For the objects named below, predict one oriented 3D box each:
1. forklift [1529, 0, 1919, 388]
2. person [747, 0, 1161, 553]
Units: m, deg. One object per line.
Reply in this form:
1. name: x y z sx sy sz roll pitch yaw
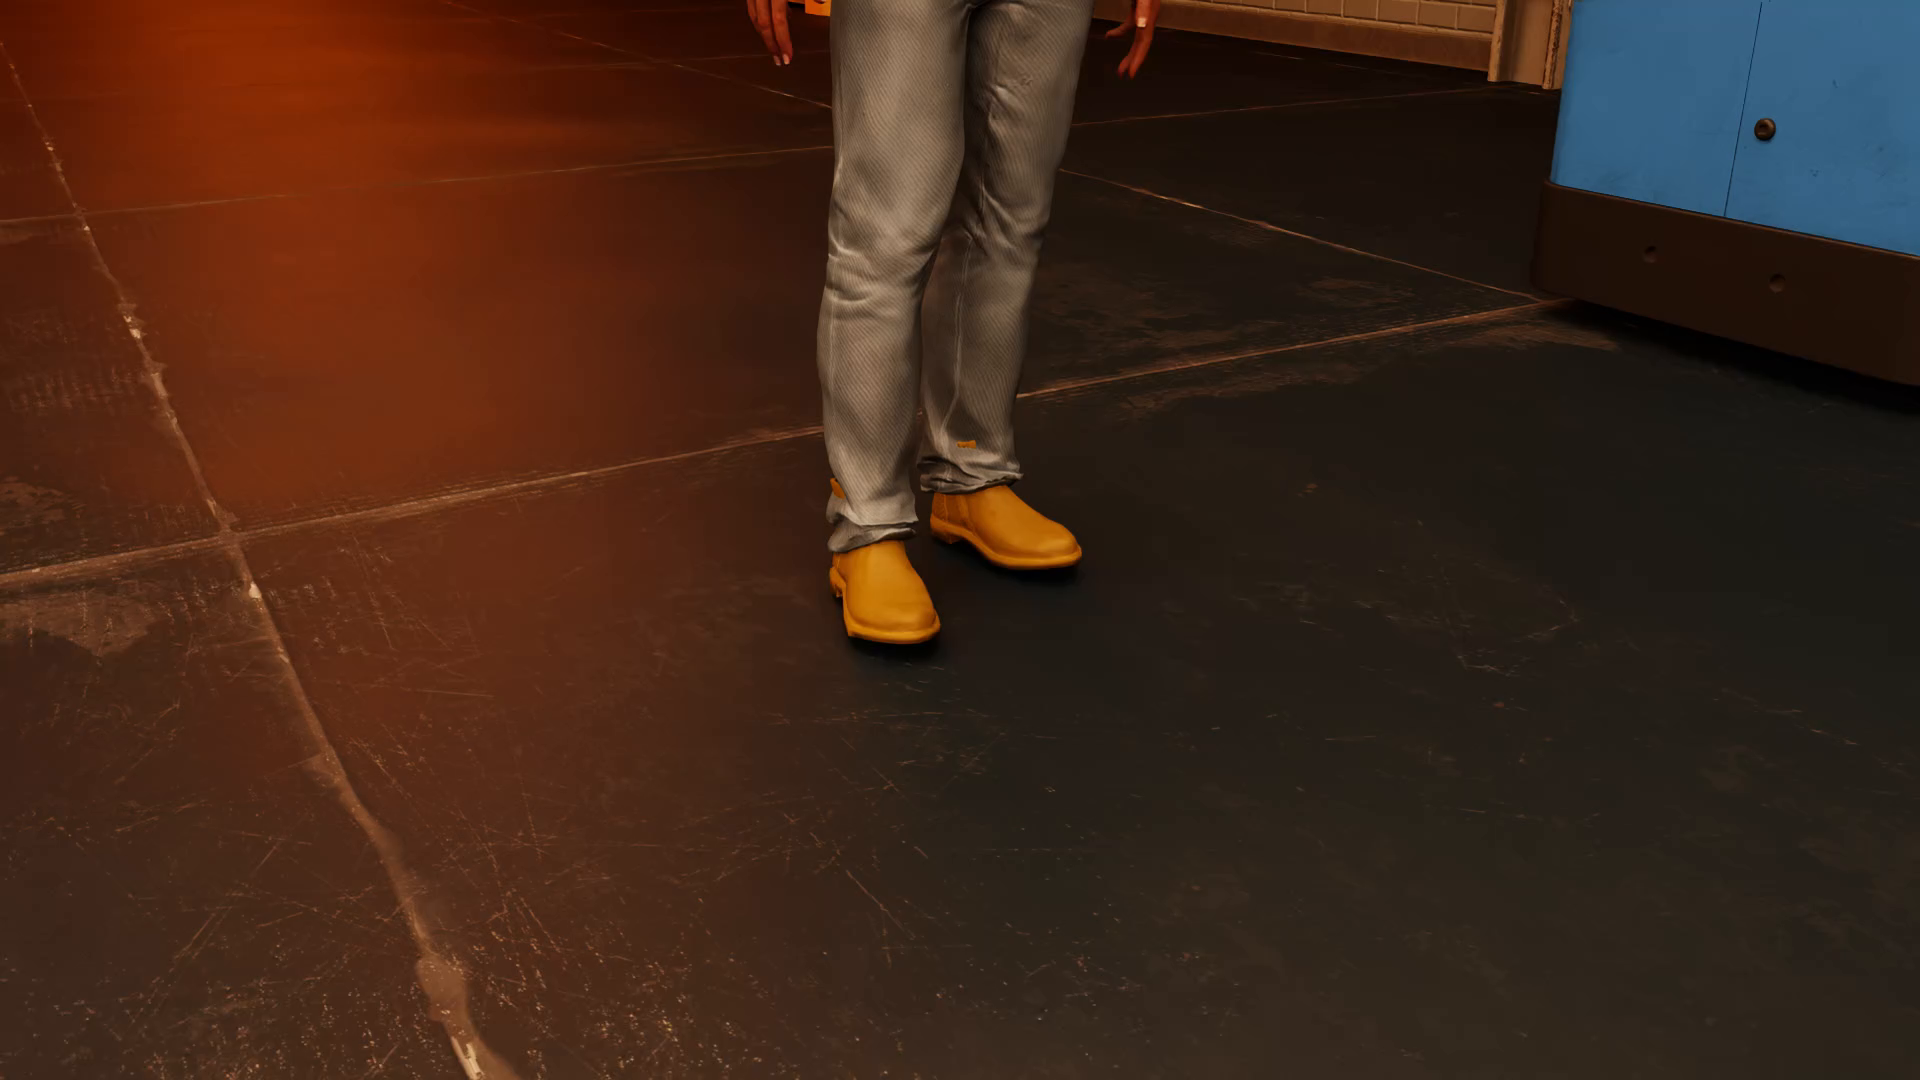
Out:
1. forklift: 2.871 -2.020 3.696 3.031 2.935 1.130 -13 25 -28
2. person: -0.010 -0.853 2.290 0.666 1.706 0.420 -12 25 -28
